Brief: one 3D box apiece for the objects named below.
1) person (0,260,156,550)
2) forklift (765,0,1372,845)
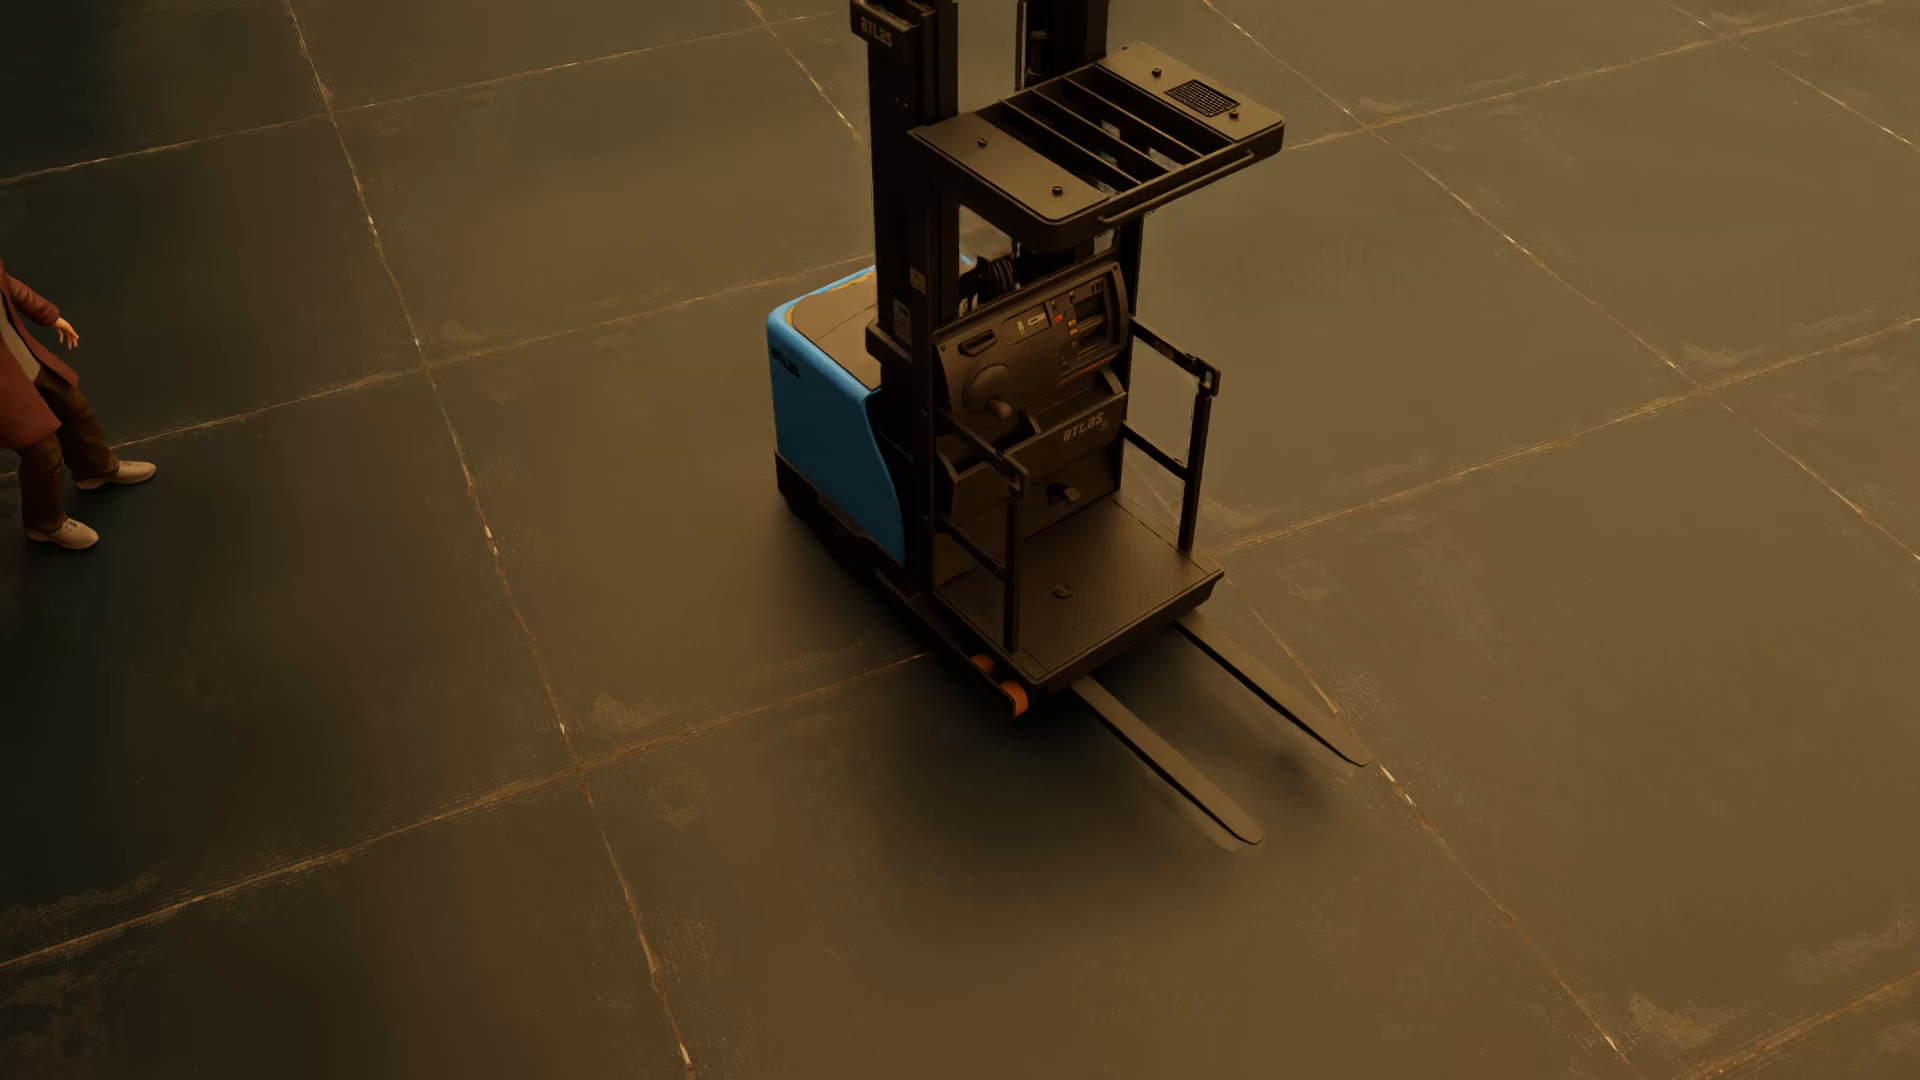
[{"bbox_3d":[-4.164,-0.732,7.327,0.464,1.756,0.809,-1,43,-1],"label":"person"},{"bbox_3d":[0.430,-0.709,6.440,1.130,2.935,3.031,-28,50,-27],"label":"forklift"}]
